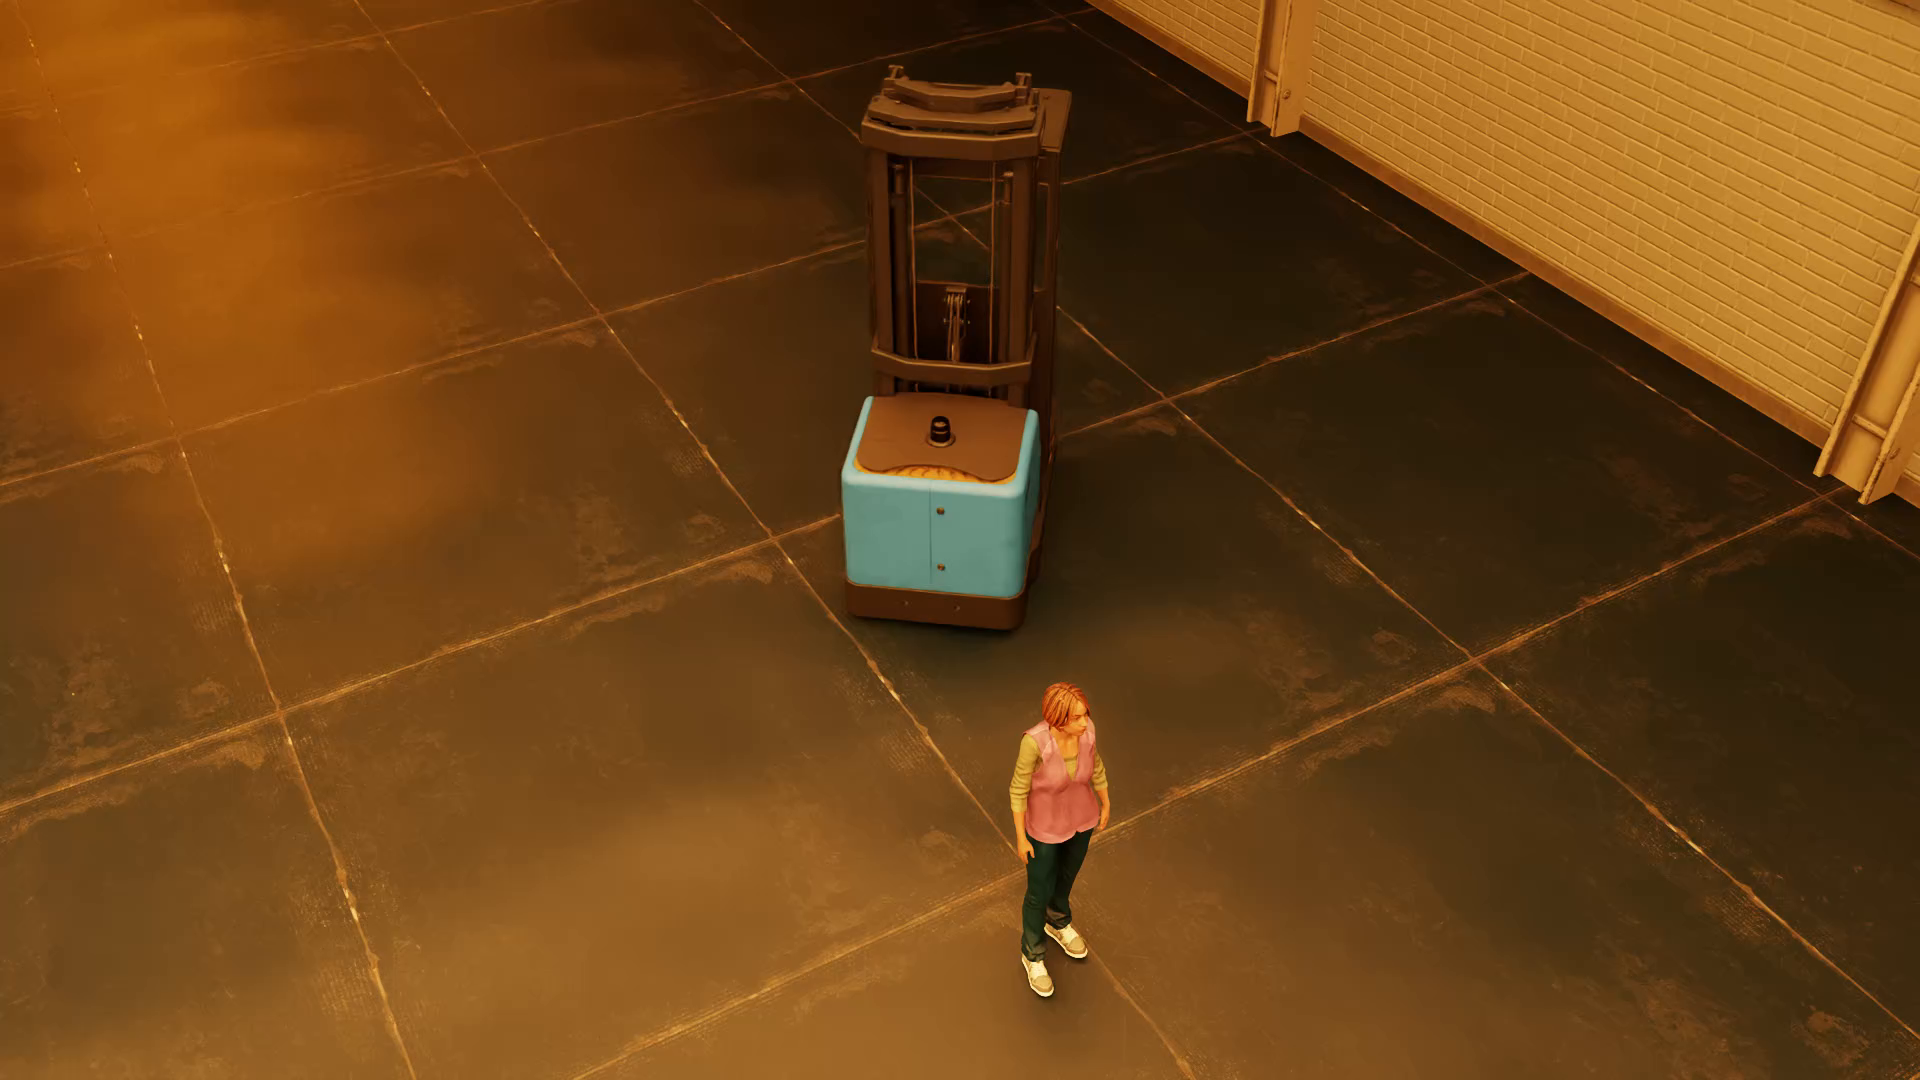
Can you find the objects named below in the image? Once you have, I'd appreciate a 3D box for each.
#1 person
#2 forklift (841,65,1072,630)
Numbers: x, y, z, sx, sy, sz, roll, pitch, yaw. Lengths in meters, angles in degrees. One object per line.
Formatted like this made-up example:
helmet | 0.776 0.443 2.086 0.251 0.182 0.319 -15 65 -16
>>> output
person | 0.481 1.321 7.476 0.519 1.599 0.473 -21 44 -23
forklift | 0.046 -1.547 9.902 1.130 2.935 3.031 5 40 6
